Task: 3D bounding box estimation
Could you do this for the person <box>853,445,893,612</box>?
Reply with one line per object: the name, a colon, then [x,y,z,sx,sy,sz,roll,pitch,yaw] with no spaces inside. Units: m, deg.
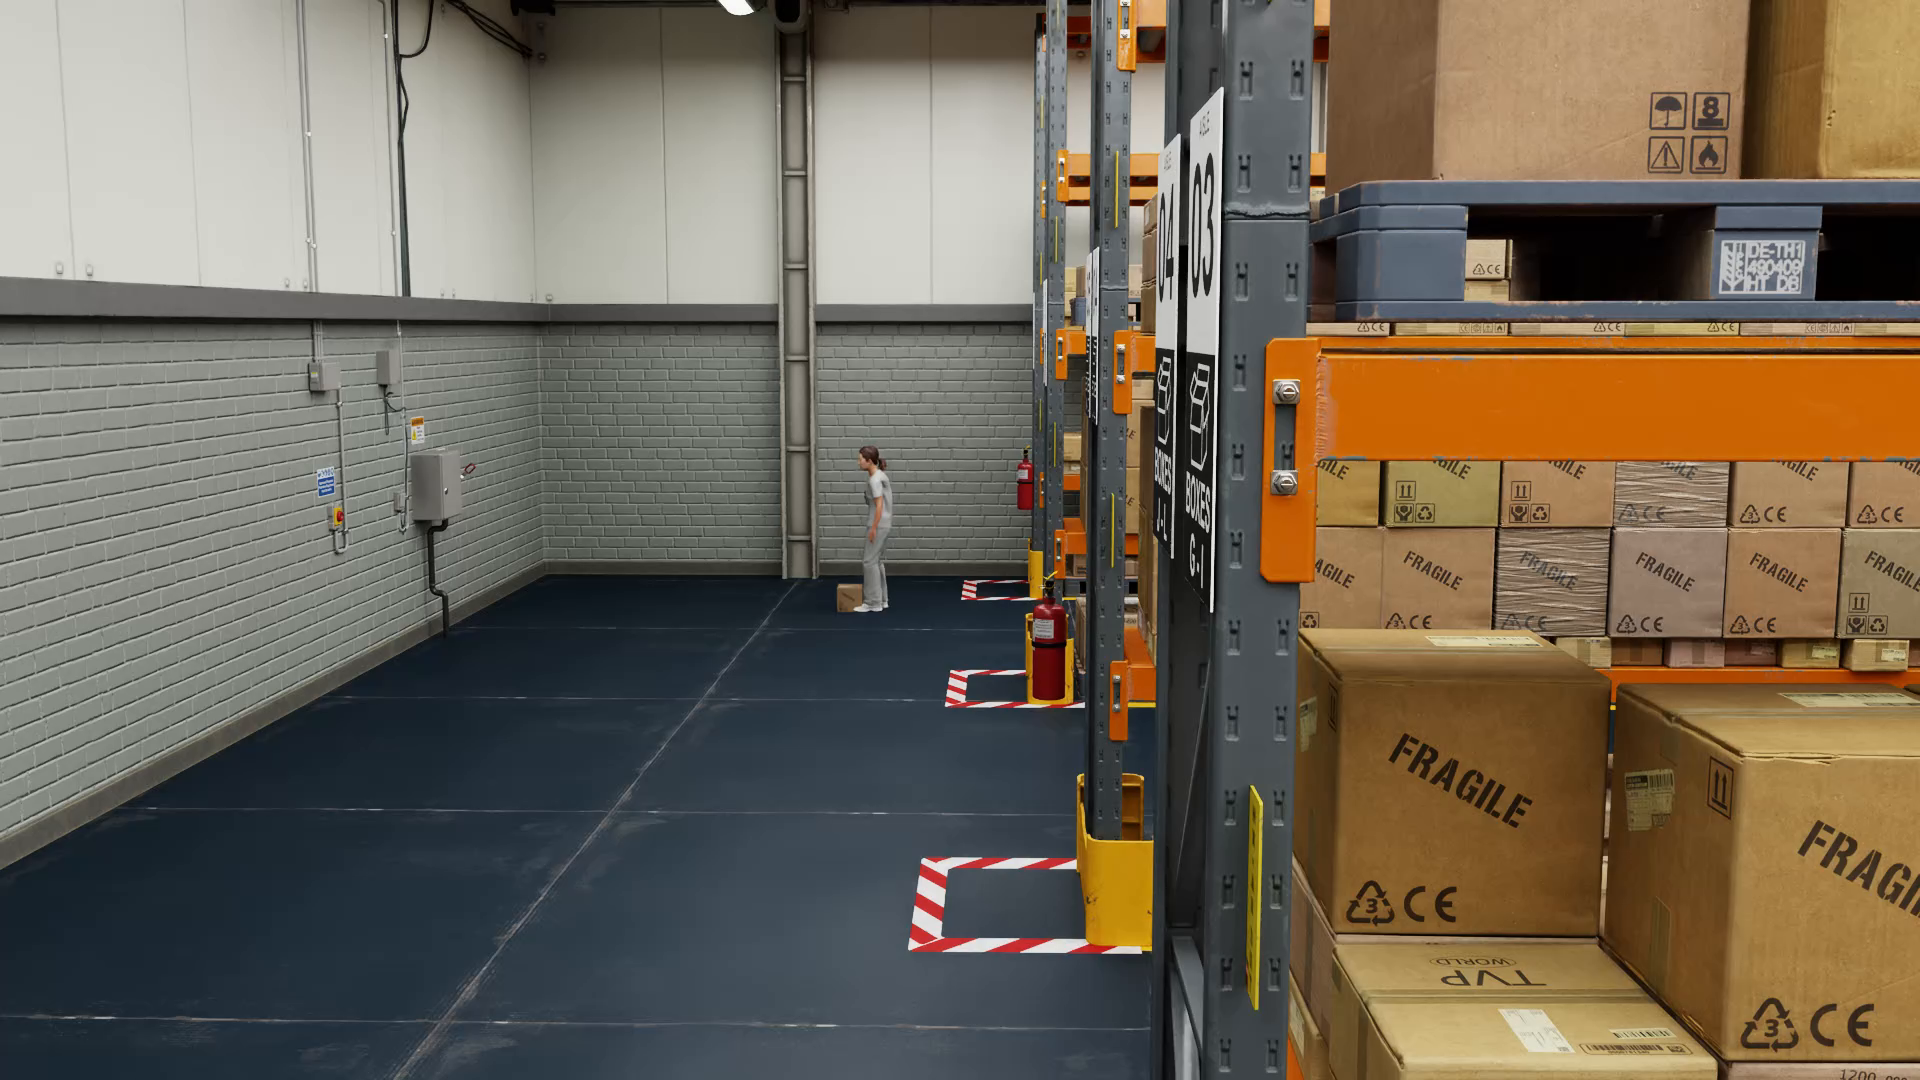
person: [-0.892,-0.091,16.725,0.401,1.612,0.497,0,7,-1]
